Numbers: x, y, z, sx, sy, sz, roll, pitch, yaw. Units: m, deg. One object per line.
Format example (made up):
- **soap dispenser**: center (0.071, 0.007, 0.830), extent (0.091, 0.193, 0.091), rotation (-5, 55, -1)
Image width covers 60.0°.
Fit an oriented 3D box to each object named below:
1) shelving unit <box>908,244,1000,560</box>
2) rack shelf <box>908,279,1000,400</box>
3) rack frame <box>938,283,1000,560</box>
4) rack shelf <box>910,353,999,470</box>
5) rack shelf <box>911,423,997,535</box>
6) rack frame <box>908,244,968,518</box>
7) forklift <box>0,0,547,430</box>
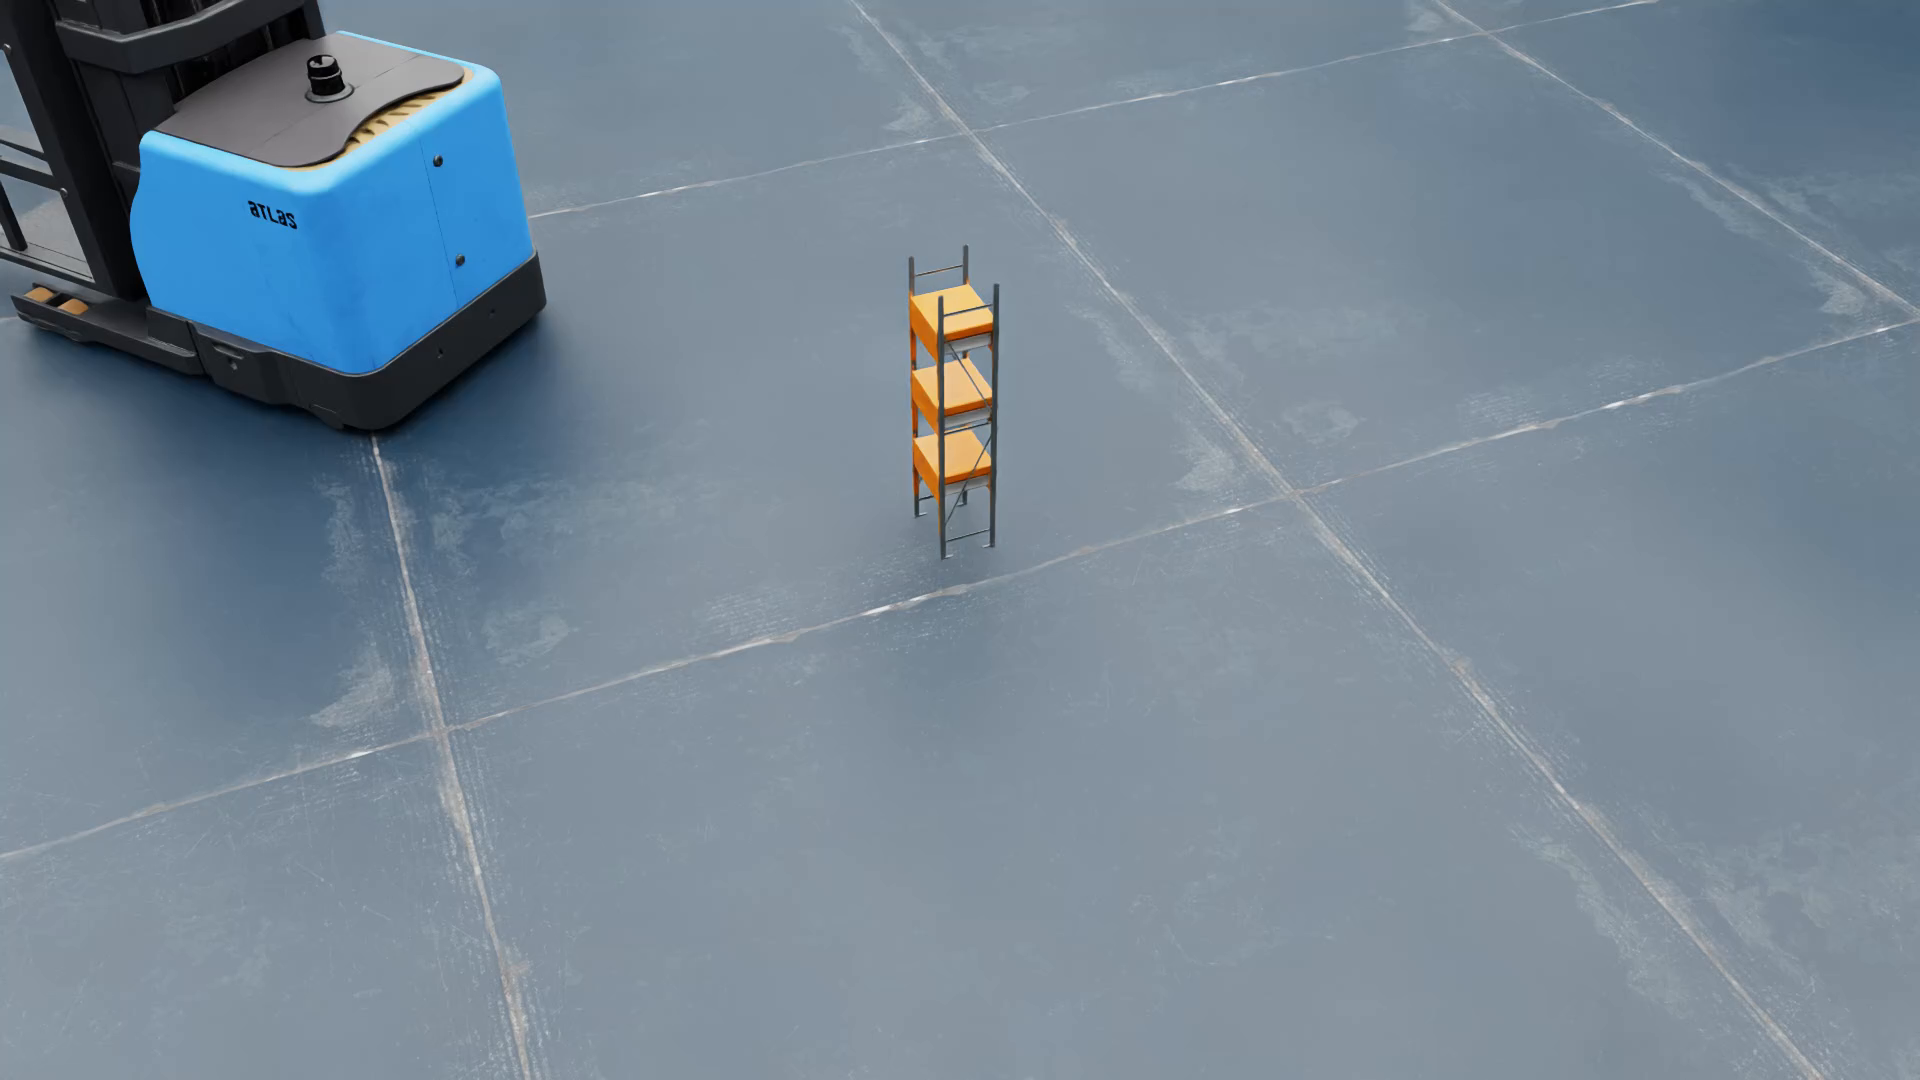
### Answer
- **shelving unit**: center (-0.020, -0.430, 5.445), extent (0.215, 1.050, 0.252), rotation (-15, 43, -17)
- **rack shelf**: center (-0.020, -0.637, 5.267), extent (0.215, 0.259, 0.240), rotation (-15, 43, -17)
- **rack frame**: center (0.026, -0.357, 5.360), extent (0.200, 1.050, 0.008), rotation (-15, 43, -17)
- **rack shelf**: center (-0.020, -0.422, 5.452), extent (0.215, 0.259, 0.240), rotation (-15, 43, -17)
- **rack shelf**: center (-0.020, -0.212, 5.633), extent (0.215, 0.259, 0.240), rotation (-15, 43, -17)
- **rack frame**: center (-0.067, -0.504, 5.531), extent (0.200, 1.050, 0.008), rotation (-15, 43, -17)
- **forklift**: center (-3.230, -2.192, 6.051), extent (3.031, 2.935, 1.130), rotation (19, 44, 20)
